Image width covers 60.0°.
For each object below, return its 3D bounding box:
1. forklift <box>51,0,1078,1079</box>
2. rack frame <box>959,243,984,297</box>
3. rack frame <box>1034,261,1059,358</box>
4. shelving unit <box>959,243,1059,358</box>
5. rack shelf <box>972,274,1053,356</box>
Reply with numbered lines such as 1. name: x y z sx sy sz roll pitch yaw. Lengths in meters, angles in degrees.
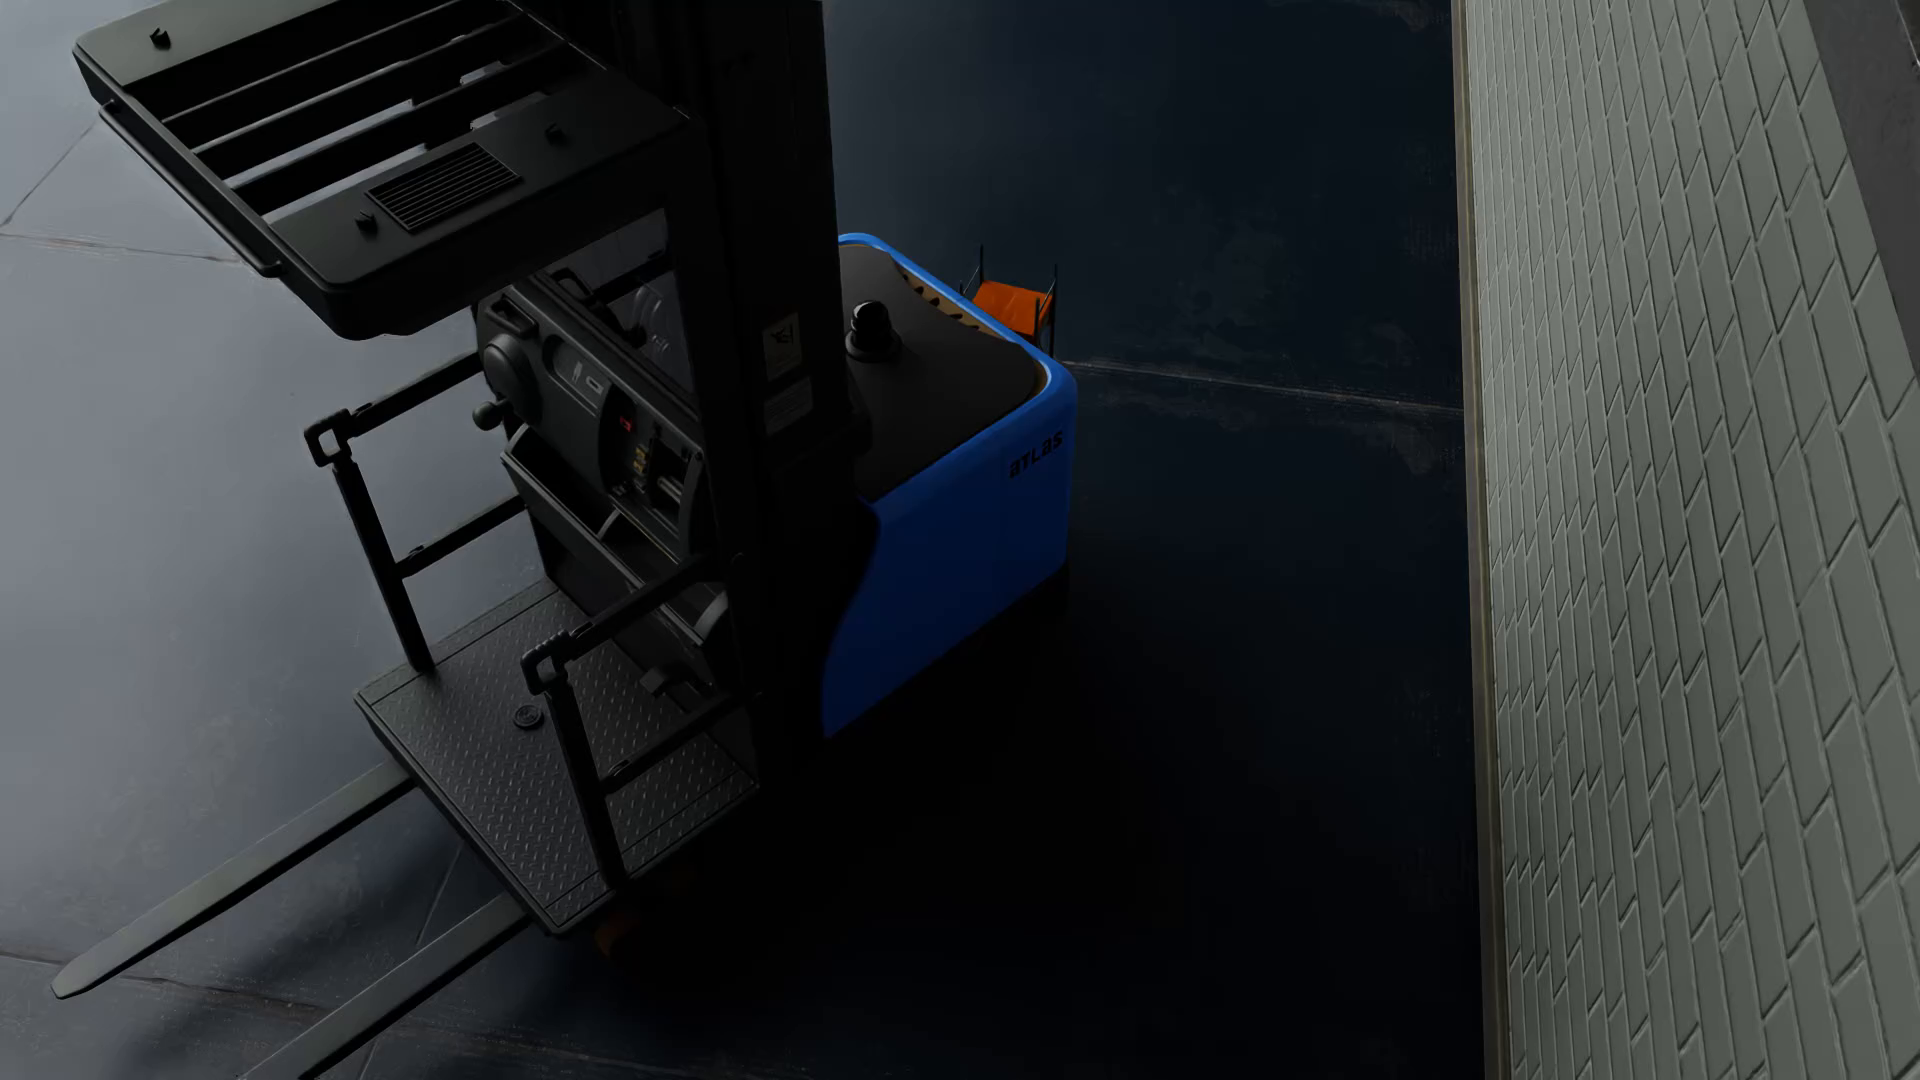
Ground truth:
1. forklift: -1.070 -0.240 3.995 3.031 2.935 1.130 -35 57 -27
2. rack frame: 0.036 -0.500 5.494 0.008 1.050 0.200 15 50 13
3. rack frame: 0.265 -0.437 5.437 0.008 1.050 0.200 15 50 13
4. shelving unit: 0.151 -0.469 5.466 0.252 1.050 0.215 15 50 13
5. rack shelf: 0.151 -0.651 5.262 0.240 0.259 0.215 15 50 13
